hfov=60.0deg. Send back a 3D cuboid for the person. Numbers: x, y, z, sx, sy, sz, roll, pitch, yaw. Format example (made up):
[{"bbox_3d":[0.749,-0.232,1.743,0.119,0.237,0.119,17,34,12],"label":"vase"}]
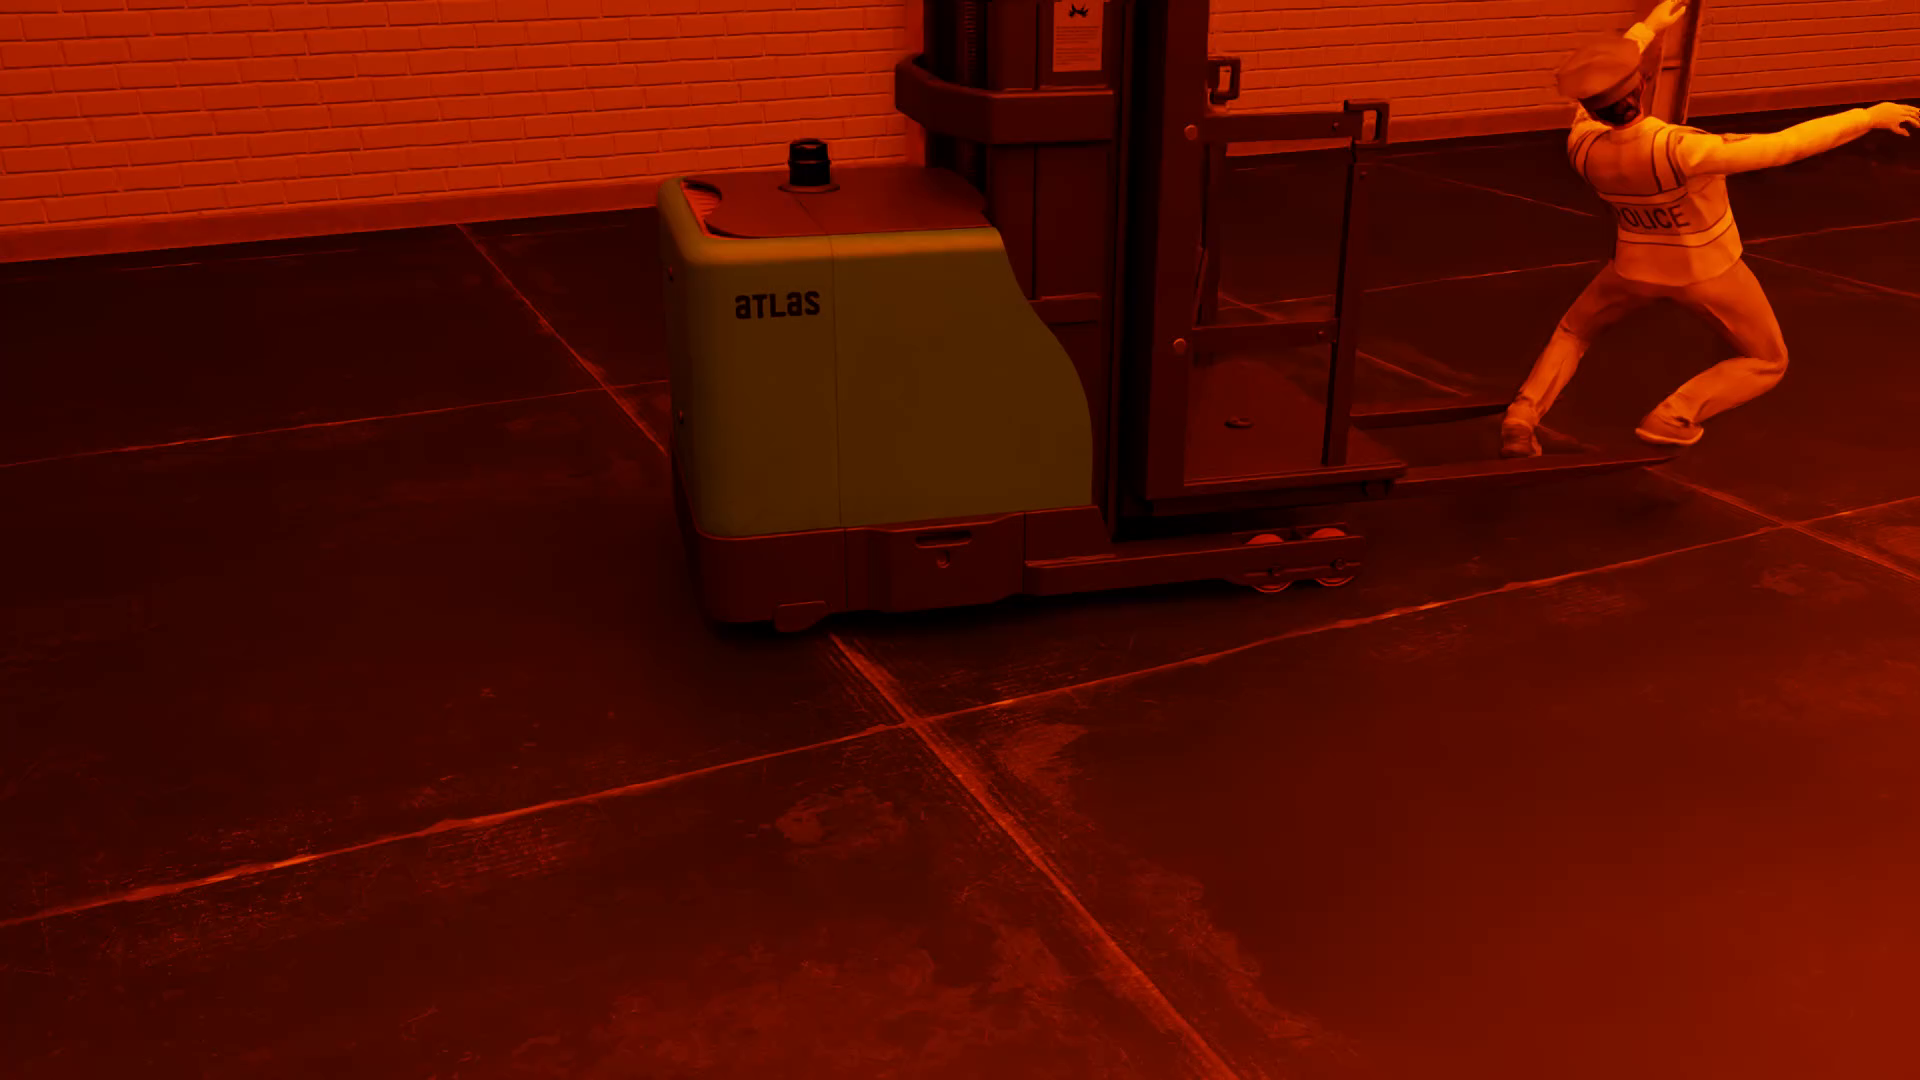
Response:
[{"bbox_3d":[2.243,-0.858,5.066,0.973,1.471,0.709,19,29,38],"label":"person"}]

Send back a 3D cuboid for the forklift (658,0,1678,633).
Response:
[{"bbox_3d":[0.676,-1.393,4.638,3.031,2.935,1.130,-5,23,-13],"label":"forklift"}]
